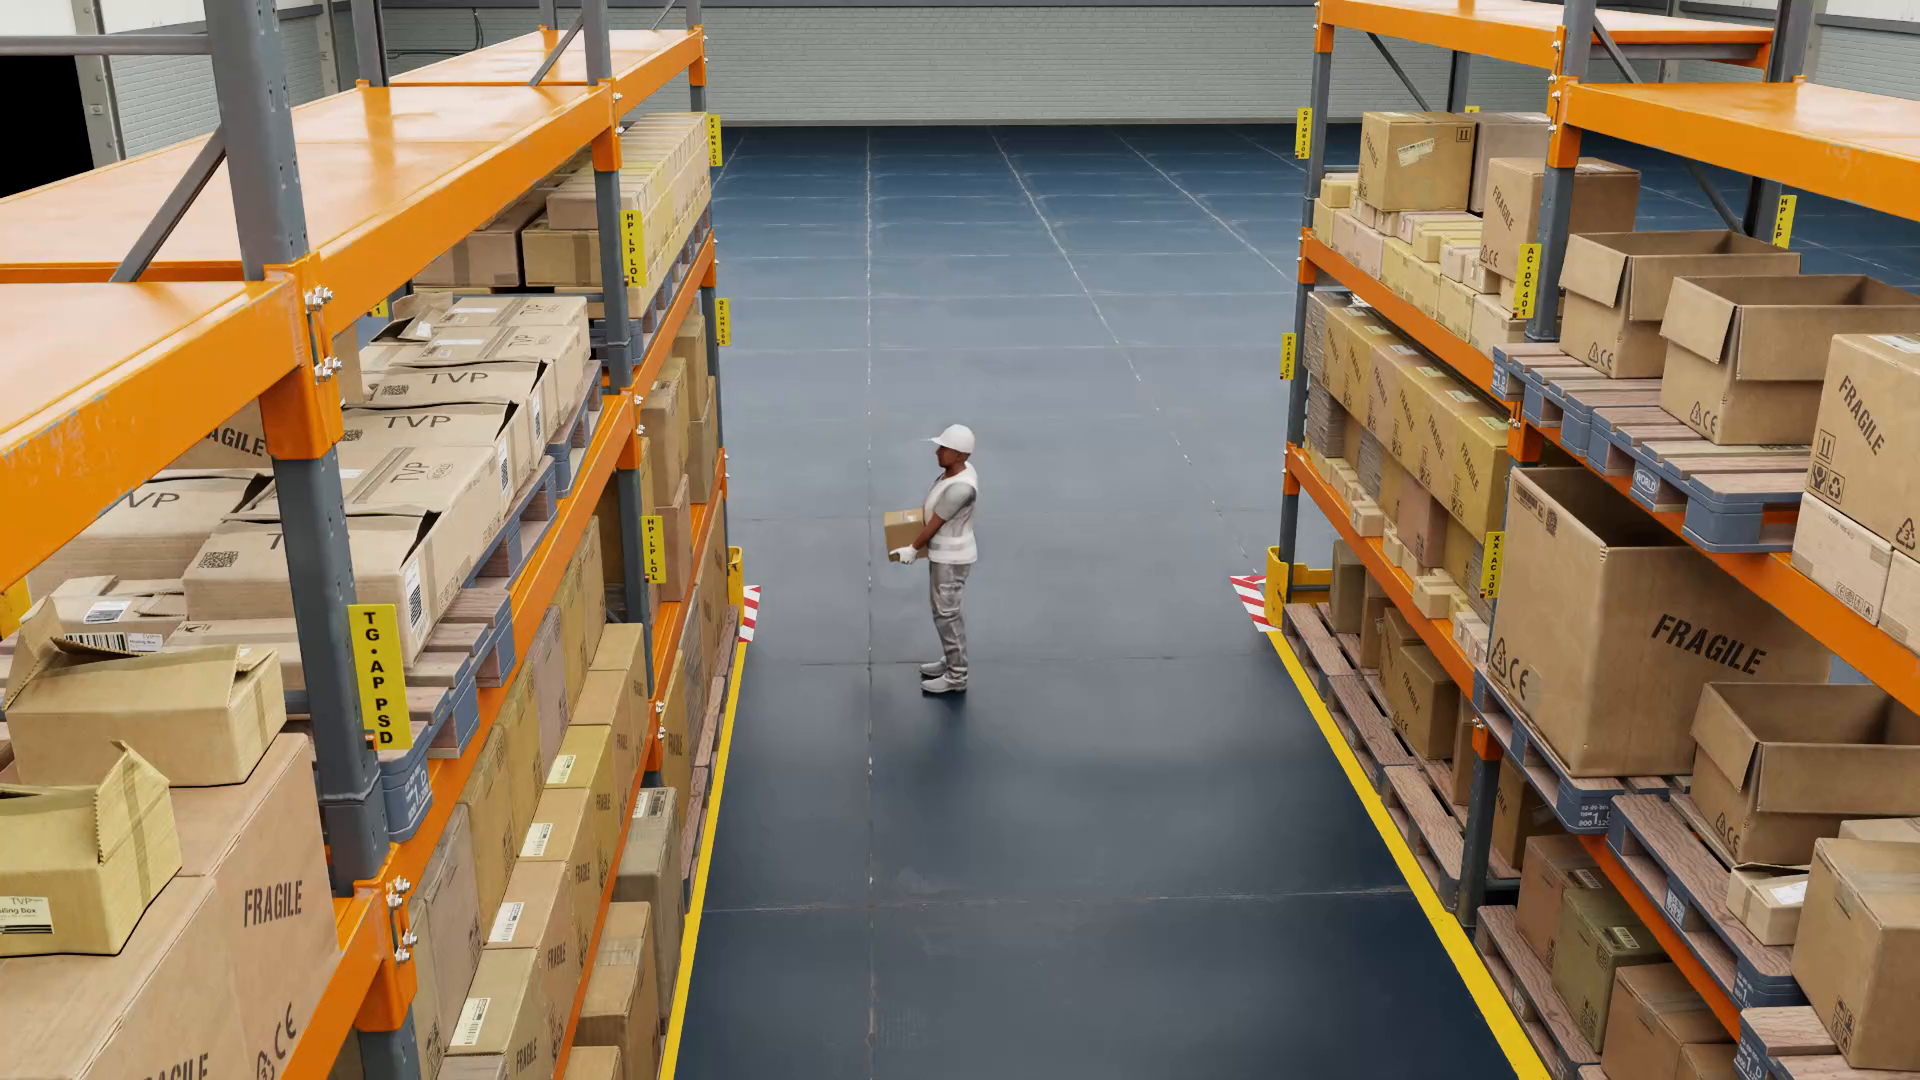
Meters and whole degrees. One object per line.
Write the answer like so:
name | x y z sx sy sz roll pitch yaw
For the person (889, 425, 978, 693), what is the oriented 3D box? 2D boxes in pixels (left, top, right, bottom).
person | -0.170 0.115 10.739 0.580 1.779 0.488 -1 20 -2
